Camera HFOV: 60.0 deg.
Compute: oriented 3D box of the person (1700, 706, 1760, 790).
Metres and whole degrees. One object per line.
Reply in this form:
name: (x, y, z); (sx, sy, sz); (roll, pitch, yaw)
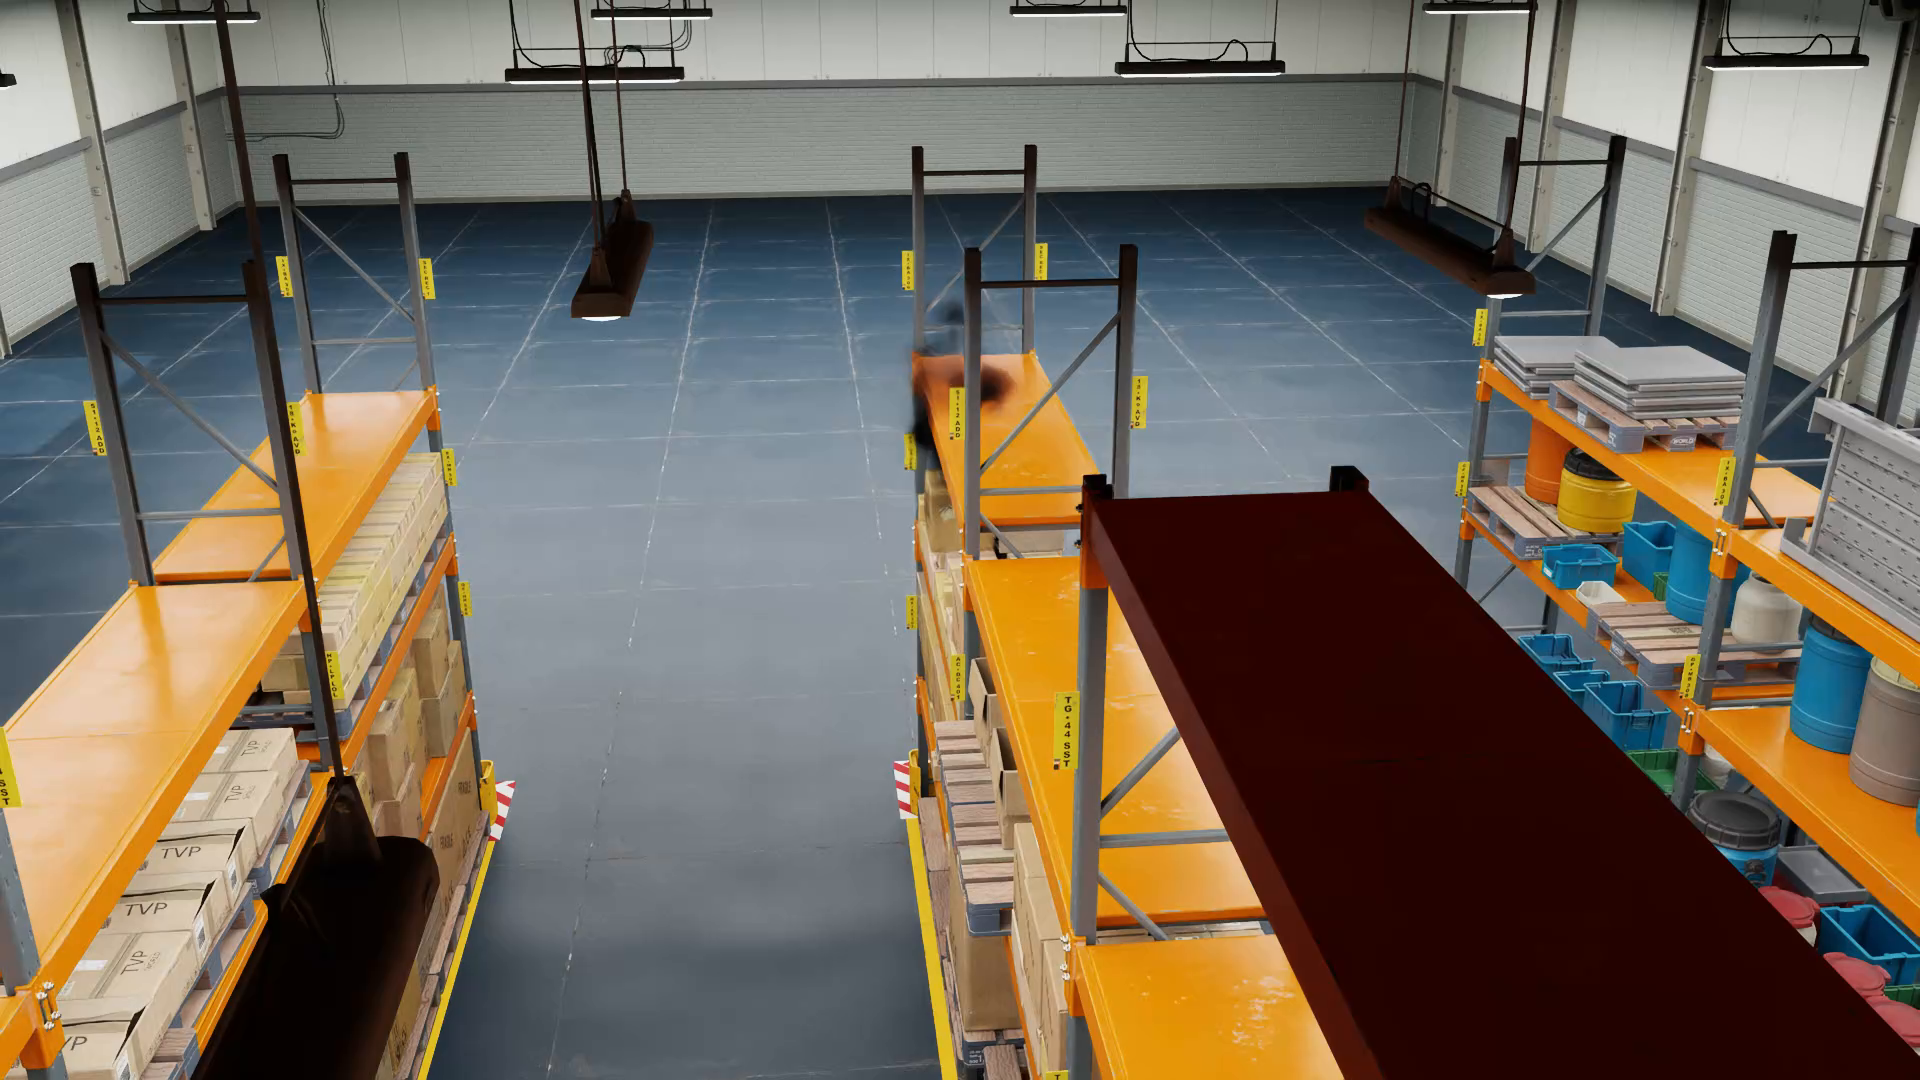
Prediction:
person: (6.640, 1.940, 14.510); (0.571, 1.722, 0.822); (-5, 22, -13)
